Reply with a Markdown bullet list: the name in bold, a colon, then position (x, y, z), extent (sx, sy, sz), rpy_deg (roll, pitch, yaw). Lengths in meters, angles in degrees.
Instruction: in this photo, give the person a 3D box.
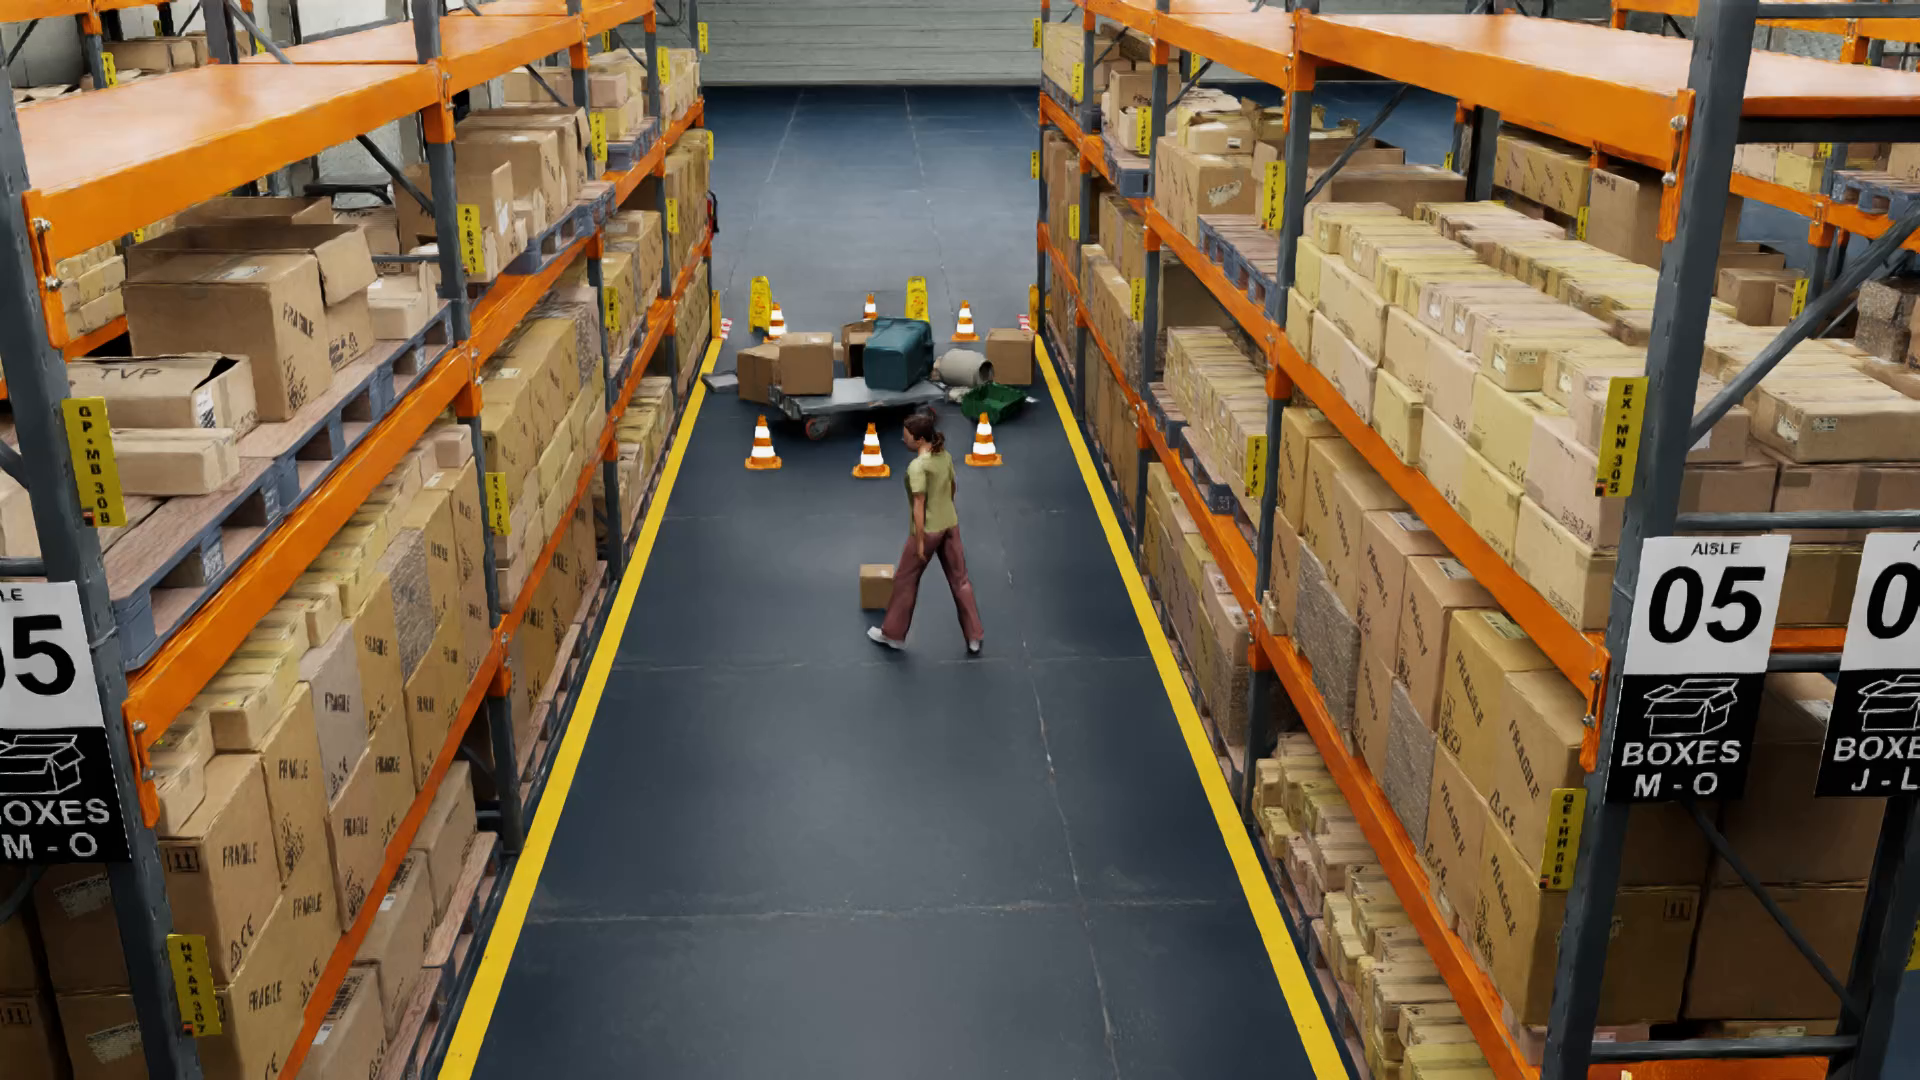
- **person**: position (-0.193, -0.065, 11.285), extent (0.747, 1.641, 0.603), rpy_deg (18, 27, 39)
